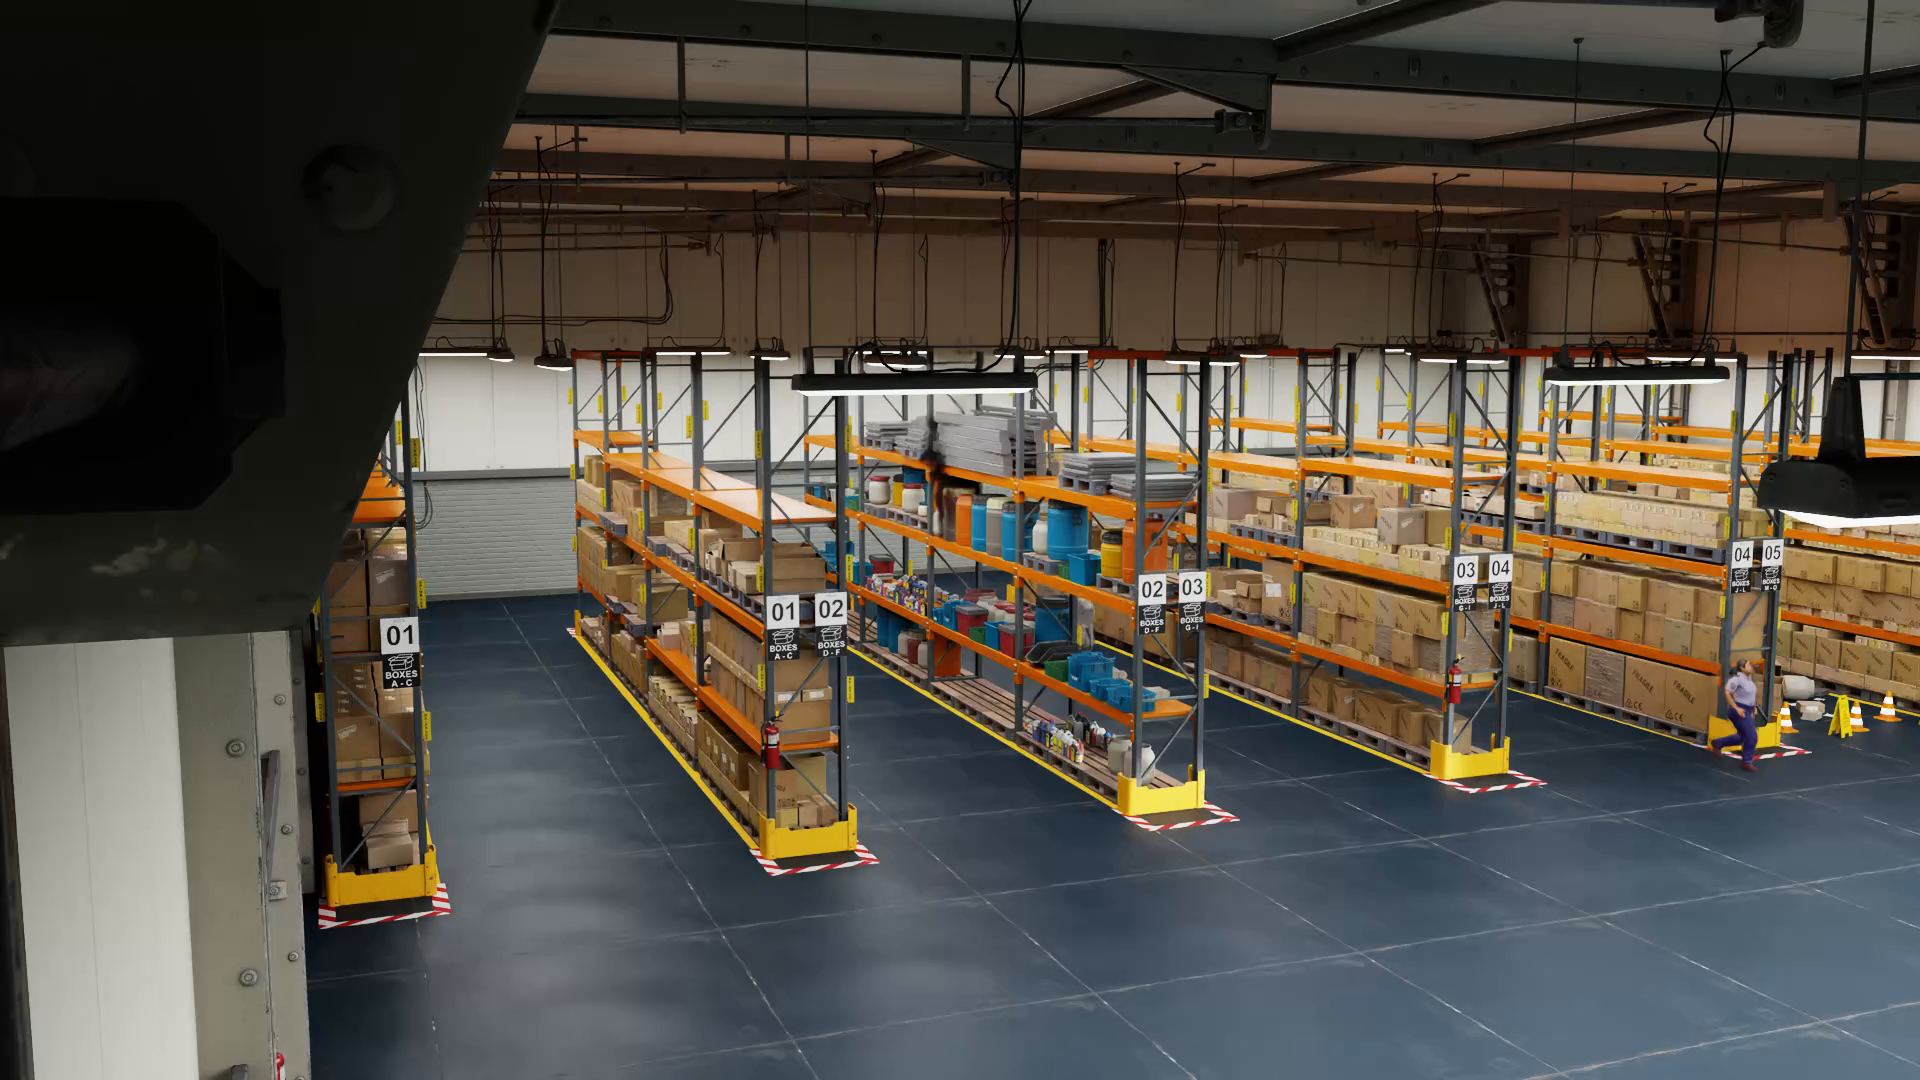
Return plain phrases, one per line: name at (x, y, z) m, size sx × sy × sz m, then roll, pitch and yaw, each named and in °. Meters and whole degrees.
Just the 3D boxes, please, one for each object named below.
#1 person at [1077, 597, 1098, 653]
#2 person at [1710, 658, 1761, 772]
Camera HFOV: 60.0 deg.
person at (2.217, 1.553, 29.972) m, size 0.522 × 1.564 × 0.521 m, roll -5°, pitch 9°, yaw -36°
person at (11.378, 2.533, 24.317) m, size 0.761 × 1.627 × 0.626 m, roll 6°, pitch 10°, yaw 42°
